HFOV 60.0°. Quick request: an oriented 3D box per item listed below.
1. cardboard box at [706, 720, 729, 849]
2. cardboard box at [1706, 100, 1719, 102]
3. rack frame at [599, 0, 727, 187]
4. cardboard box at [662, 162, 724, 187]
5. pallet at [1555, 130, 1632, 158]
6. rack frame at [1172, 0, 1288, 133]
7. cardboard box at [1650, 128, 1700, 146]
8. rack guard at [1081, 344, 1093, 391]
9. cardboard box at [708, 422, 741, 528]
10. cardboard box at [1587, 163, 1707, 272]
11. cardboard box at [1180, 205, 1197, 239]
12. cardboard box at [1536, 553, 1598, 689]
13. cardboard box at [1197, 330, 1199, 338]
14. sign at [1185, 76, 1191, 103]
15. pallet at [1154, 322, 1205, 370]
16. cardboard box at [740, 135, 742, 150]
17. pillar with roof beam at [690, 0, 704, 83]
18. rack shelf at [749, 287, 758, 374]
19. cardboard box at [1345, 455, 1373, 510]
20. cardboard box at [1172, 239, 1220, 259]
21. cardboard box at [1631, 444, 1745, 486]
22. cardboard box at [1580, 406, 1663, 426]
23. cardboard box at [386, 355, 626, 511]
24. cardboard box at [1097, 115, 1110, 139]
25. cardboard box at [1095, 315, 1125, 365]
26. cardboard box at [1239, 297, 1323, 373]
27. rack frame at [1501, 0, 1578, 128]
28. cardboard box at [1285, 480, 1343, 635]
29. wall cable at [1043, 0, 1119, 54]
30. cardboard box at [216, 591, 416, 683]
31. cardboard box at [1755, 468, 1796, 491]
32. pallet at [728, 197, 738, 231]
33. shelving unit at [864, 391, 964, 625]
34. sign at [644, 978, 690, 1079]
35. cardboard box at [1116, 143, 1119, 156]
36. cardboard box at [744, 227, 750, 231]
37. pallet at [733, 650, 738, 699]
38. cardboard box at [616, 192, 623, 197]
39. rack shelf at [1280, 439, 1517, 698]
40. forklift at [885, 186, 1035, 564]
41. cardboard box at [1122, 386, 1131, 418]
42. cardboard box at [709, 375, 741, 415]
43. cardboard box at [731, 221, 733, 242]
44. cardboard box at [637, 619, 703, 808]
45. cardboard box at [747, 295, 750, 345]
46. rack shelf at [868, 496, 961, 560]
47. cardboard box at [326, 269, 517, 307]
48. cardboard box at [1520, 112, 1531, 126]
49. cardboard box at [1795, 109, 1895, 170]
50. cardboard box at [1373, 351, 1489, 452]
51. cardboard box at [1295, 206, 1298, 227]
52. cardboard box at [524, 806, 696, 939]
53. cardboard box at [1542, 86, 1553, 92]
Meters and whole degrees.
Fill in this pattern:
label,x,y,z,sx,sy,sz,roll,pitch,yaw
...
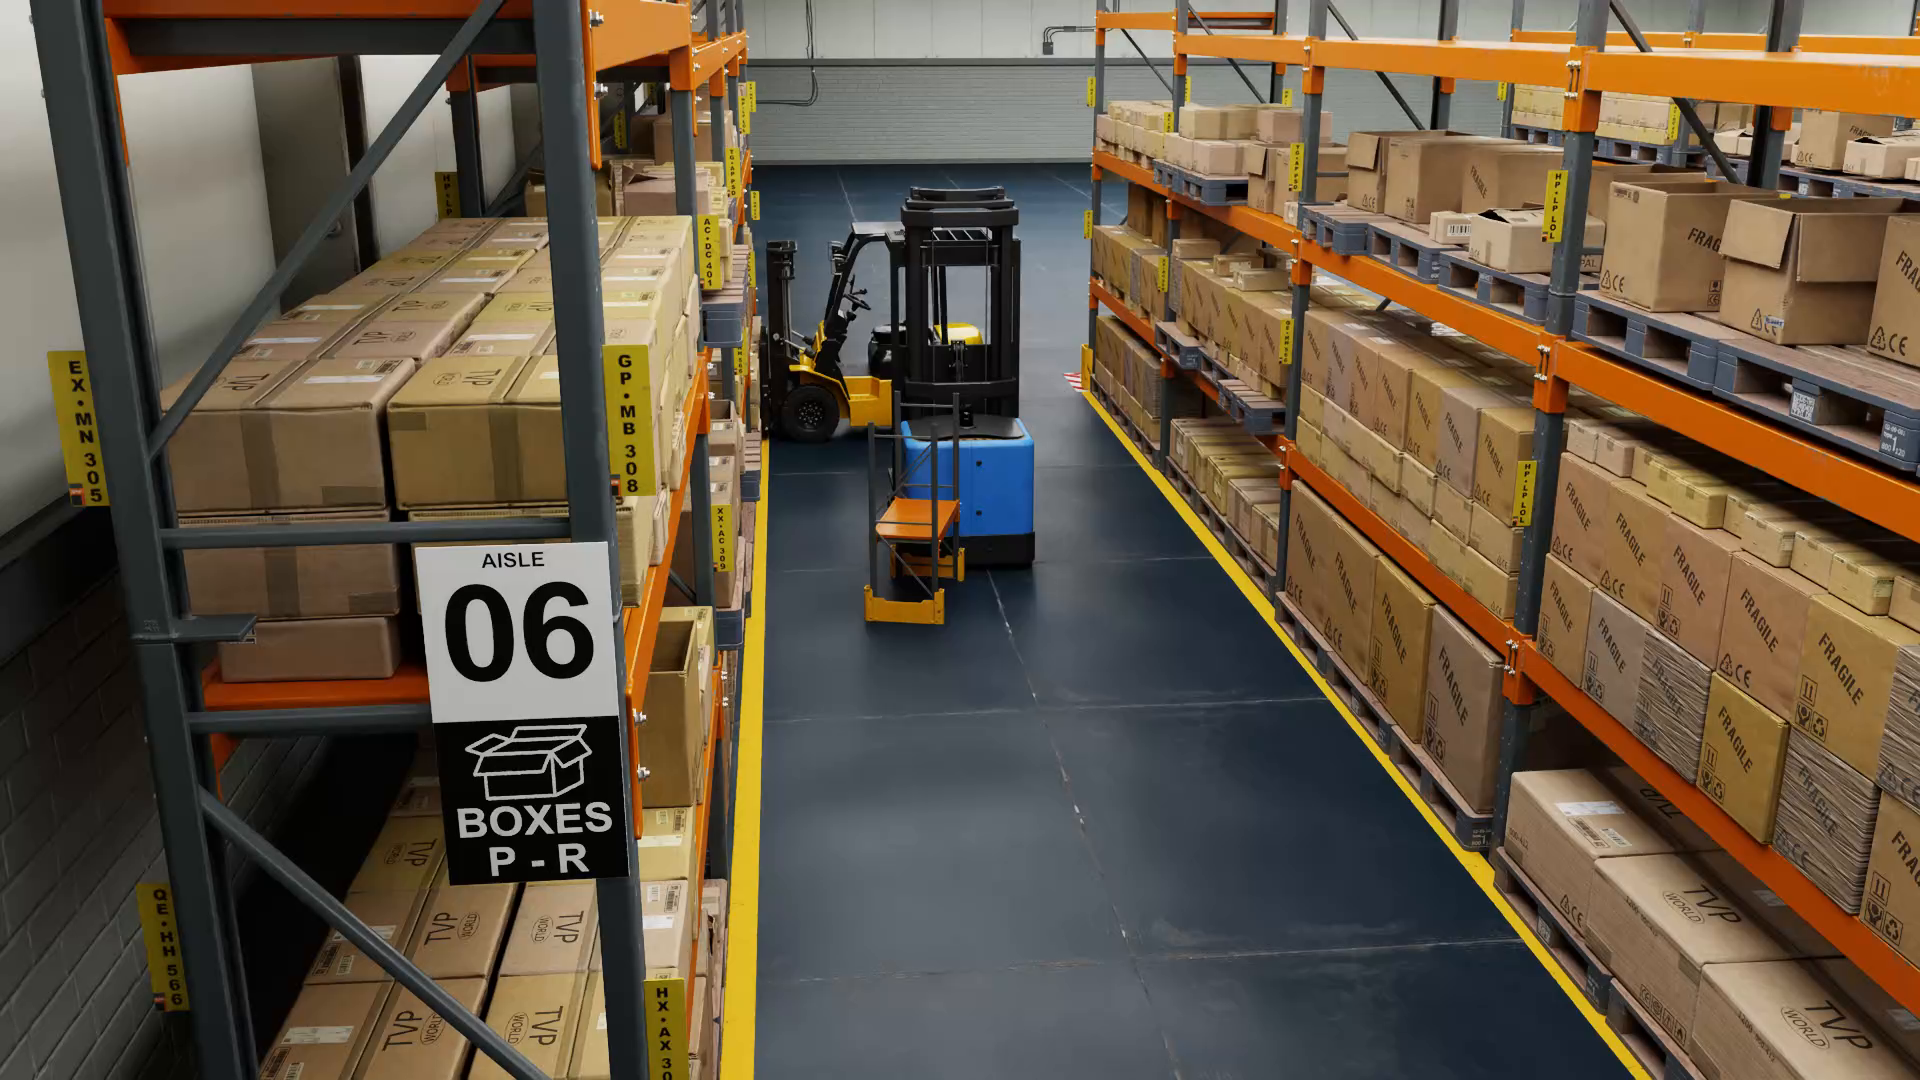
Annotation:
label,x,y,z,sx,sy,sz,roll,pitch,yaw
cardboard box,-1.476,1.265,8.612,0.500,0.500,0.500,-1,17,-3
cardboard box,7.648,-4.432,16.499,0.380,0.149,0.250,-2,18,-6
rack frame,-2.063,-3.630,10.717,1.000,3.000,0.127,-2,18,-6
cardboard box,-1.733,-2.366,10.787,0.380,0.149,0.250,-1,17,-4
pallet,7.178,-4.293,17.983,1.003,0.211,1.213,-2,18,-6
rack frame,2.462,-4.976,15.005,1.000,3.000,0.127,-2,18,-6
cardboard box,7.019,-3.955,16.311,0.380,0.149,0.250,-2,18,-6
rack guard,2.057,-2.091,20.002,1.175,0.500,0.348,-2,18,-6
cardboard box,-1.612,-0.363,9.459,0.700,0.500,0.500,-2,18,-6
cardboard box,3.484,-1.681,8.649,0.500,0.500,0.500,-2,18,-7
cardboard box,2.601,-3.071,16.620,0.700,0.500,0.500,-2,18,-5
cardboard box,3.075,0.370,7.825,0.500,0.500,0.500,-1,17,-4
cardboard box,2.327,-1.863,14.823,0.380,0.149,0.250,-1,17,-2
sign,2.603,-5.171,19.153,0.100,0.325,0.005,-2,18,-6
pallet,2.396,-1.790,15.193,1.003,0.211,1.213,-2,18,-6
cardboard box,-2.219,-3.662,15.378,0.380,0.149,0.250,-1,17,-4
pillar with roof beam,-1.287,-11.274,35.065,9.100,9.000,0.400,-2,18,-6
rack shelf,-2.682,-2.212,17.417,1.077,0.370,4.000,-2,18,-6
cardboard box,2.793,-0.388,10.657,0.500,0.250,0.500,-1,17,-4
cardboard box,2.158,-2.663,15.203,0.380,0.149,0.250,-2,18,-6
cardboard box,3.172,-0.312,7.244,0.380,0.149,0.250,-2,18,-6
cardboard box,3.527,-0.395,8.593,0.500,0.500,0.500,-2,17,-5
cardboard box,-1.033,-0.264,3.923,0.500,0.250,0.500,-2,18,-6
cardboard box,1.836,-4.649,18.725,0.500,0.250,0.500,-2,18,-7
cardboard box,1.860,-2.296,19.121,0.500,0.500,0.500,-2,18,-7
cardboard box,2.487,-1.593,12.879,0.500,0.500,0.500,-2,18,-7
rack frame,6.962,-6.351,19.384,1.000,3.000,0.127,-2,18,-6
cardboard box,2.863,0.099,11.699,0.875,0.875,0.875,-2,18,-6
wall cable,3.649,-17.546,49.365,2.305,6.003,0.169,-2,18,-6
cardboard box,-1.501,0.216,3.893,0.380,0.149,0.250,-1,17,-4
cardboard box,3.614,-0.252,7.052,0.380,0.149,0.250,-2,18,-6
pallet,-2.222,-2.308,11.830,1.213,0.211,1.003,-1,17,-3
shelving unit,-0.334,-0.267,12.522,0.587,1.500,1.083,3,18,8
sign,-0.698,1.186,3.947,0.100,0.325,0.005,-2,18,-6
cardboard box,1.920,-4.280,18.213,0.380,0.149,0.250,-2,18,-6
cardboard box,-2.442,-3.250,17.775,0.380,0.149,0.250,-1,17,-4
pallet,-2.023,0.786,11.321,1.003,0.211,1.213,-2,18,-6
cardboard box,-1.879,-1.750,8.790,0.380,0.149,0.250,-2,18,-5
rack shelf,3.080,0.017,10.317,1.077,0.370,4.000,-2,18,-6
forklift,-0.066,-1.586,14.336,1.130,2.935,3.031,-2,18,-6
cardboard box,2.021,-1.480,17.774,0.500,0.250,0.500,-2,17,-5
cardboard box,-1.841,-1.075,12.011,0.500,0.250,0.500,-2,18,-6
cardboard box,-1.410,-1.617,8.863,0.380,0.149,0.250,-1,17,-4
cardboard box,-1.171,0.597,5.770,0.500,0.500,0.500,-1,17,-4
cardboard box,-2.261,-2.148,15.843,0.500,0.500,0.500,-2,18,-7
rack shelf,-0.333,-0.098,12.585,0.538,0.185,1.000,3,18,8
cardboard box,-1.702,-0.706,5.331,0.500,0.250,0.500,-2,18,-6
cardboard box,6.706,-4.860,19.194,0.380,0.149,0.250,-2,18,-5
cardboard box,7.330,-3.342,13.770,0.500,0.500,0.500,-2,18,-6
cardboard box,2.829,-0.840,10.009,0.500,0.500,0.500,-1,17,-5
cardboard box,2.633,-2.321,11.974,0.380,0.149,0.250,-2,18,-6
cardboard box,-1.124,1.101,5.418,0.500,0.250,0.500,-2,18,-7
cardboard box,6.757,-5.093,18.605,0.380,0.149,0.250,-2,17,-5
